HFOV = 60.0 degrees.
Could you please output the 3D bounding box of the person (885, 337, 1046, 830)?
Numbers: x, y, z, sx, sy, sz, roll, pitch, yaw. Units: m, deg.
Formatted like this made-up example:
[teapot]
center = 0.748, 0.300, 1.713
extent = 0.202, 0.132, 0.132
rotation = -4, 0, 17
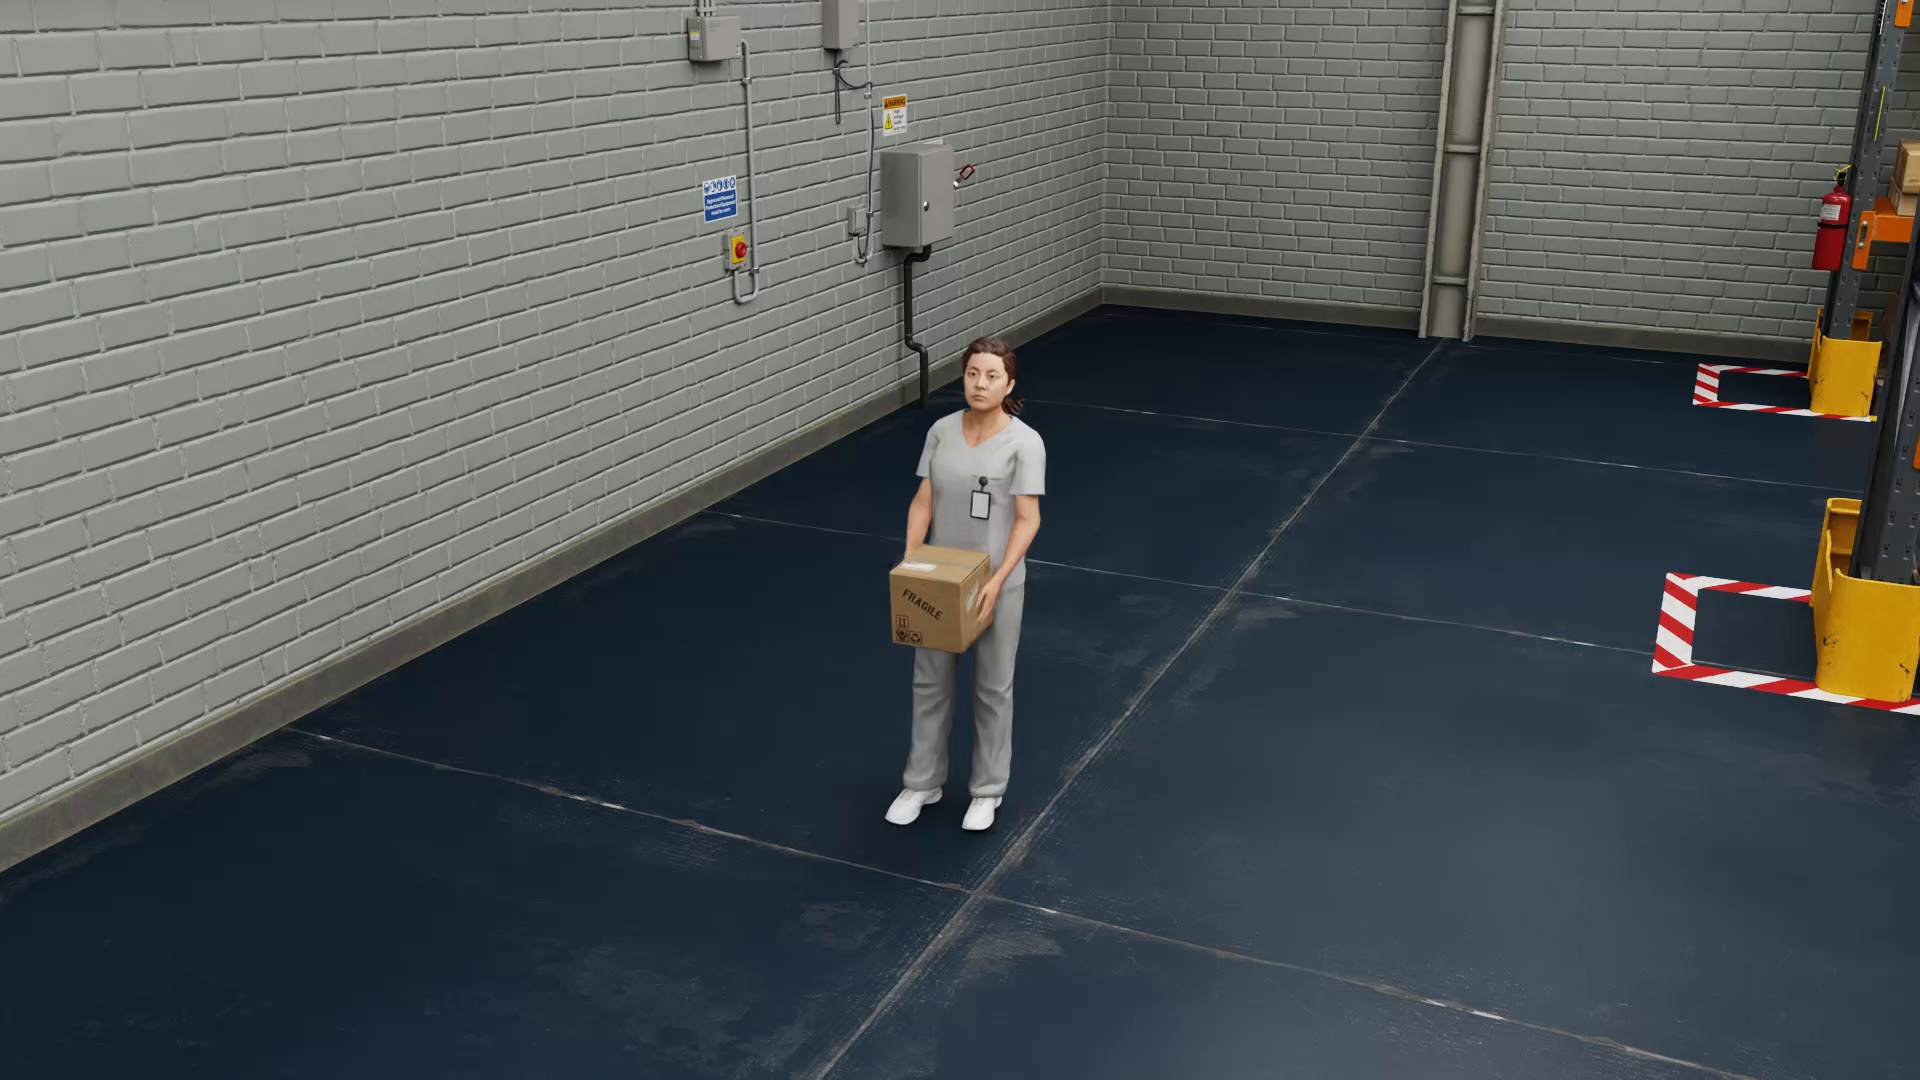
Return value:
[person]
center = 0.037, 0.159, 5.605
extent = 0.480, 1.677, 0.497
rotation = 8, 21, 22
